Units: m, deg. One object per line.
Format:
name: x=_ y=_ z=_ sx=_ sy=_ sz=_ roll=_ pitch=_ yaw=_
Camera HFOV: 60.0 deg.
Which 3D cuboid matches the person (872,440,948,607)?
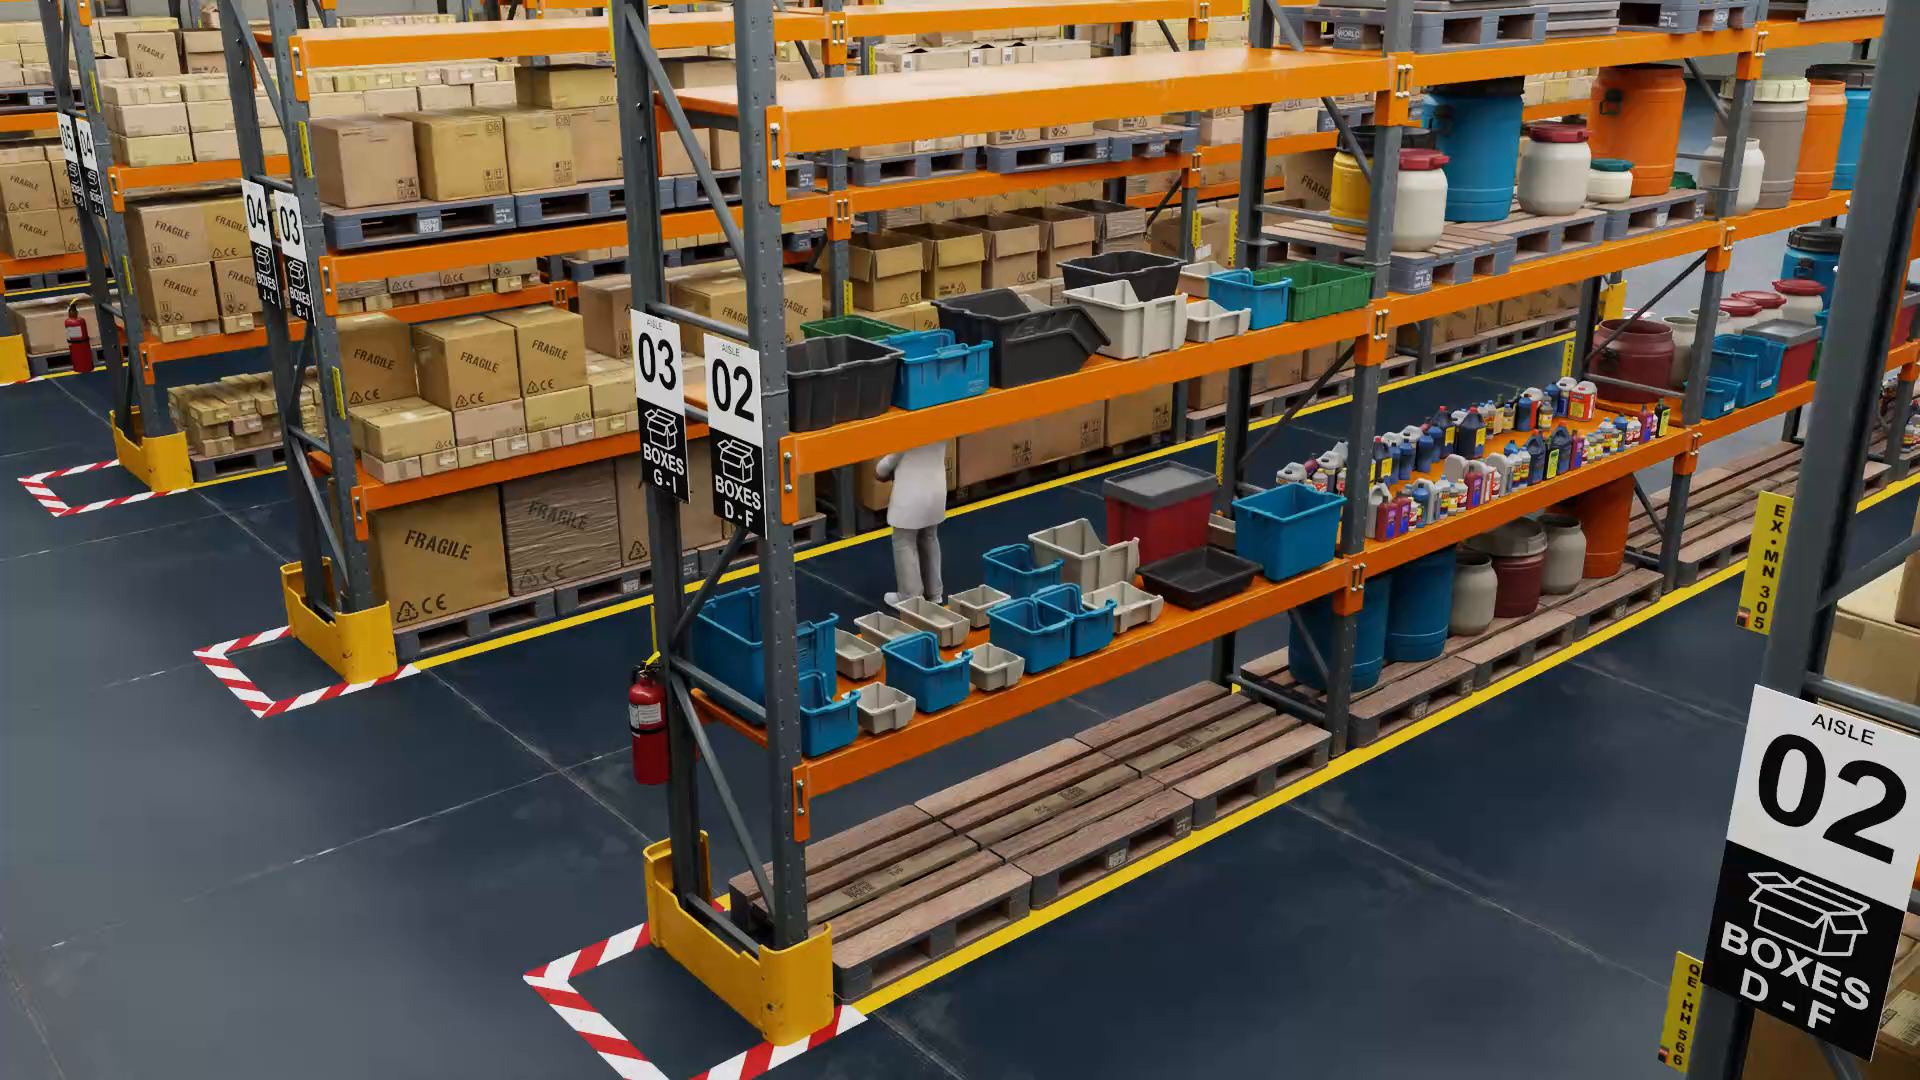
person: x=-0.364 y=-0.369 z=12.085 sx=0.526 sy=1.769 sz=0.561 roll=-17 pitch=26 yaw=-38
